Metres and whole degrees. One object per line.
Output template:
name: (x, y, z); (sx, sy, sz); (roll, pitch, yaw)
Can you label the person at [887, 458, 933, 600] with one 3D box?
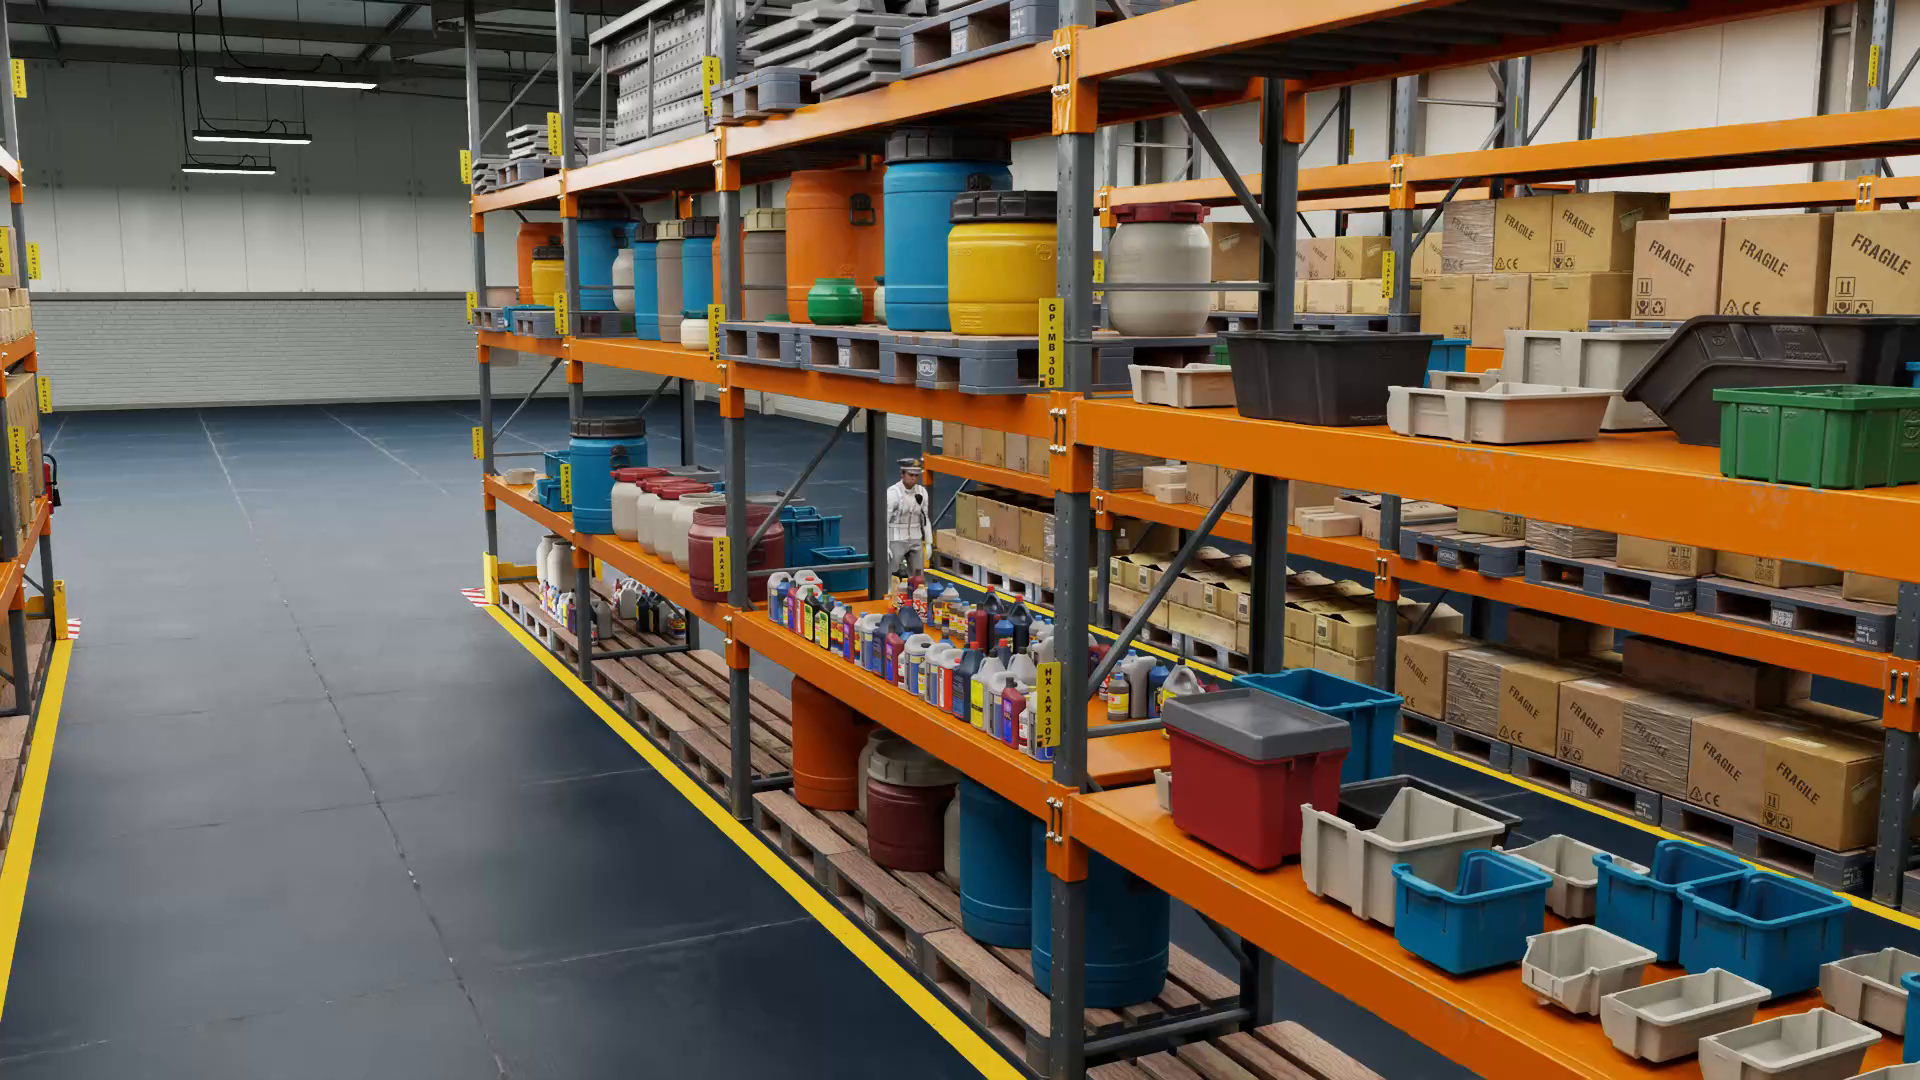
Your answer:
person: (-0.498, 0.063, 15.420); (0.538, 1.663, 0.378); (-4, 10, -27)
